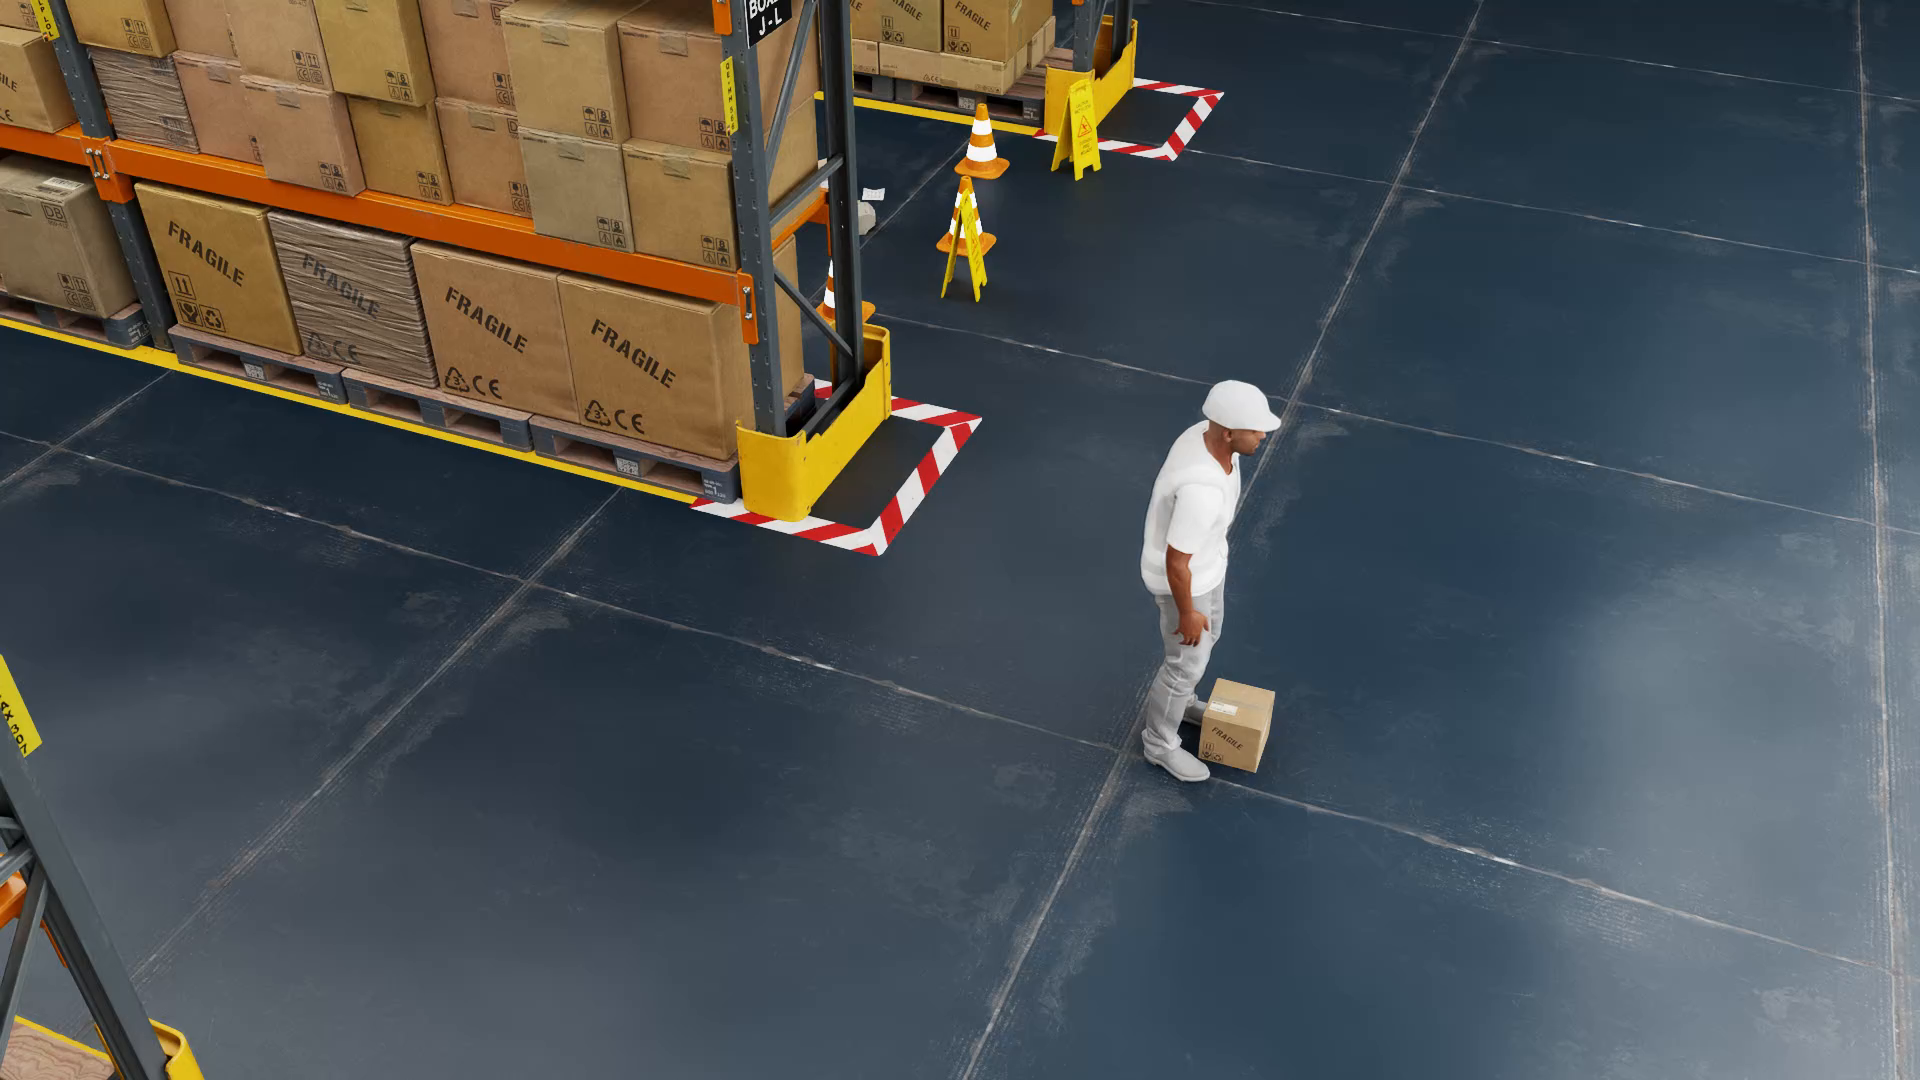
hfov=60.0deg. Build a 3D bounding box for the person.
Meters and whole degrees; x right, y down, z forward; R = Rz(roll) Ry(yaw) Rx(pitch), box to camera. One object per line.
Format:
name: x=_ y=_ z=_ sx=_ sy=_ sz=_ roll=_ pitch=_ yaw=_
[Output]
person: x=0.961 y=0.131 z=6.636 sx=0.454 sy=1.757 sz=0.636 roll=12 pitch=39 yaw=15
